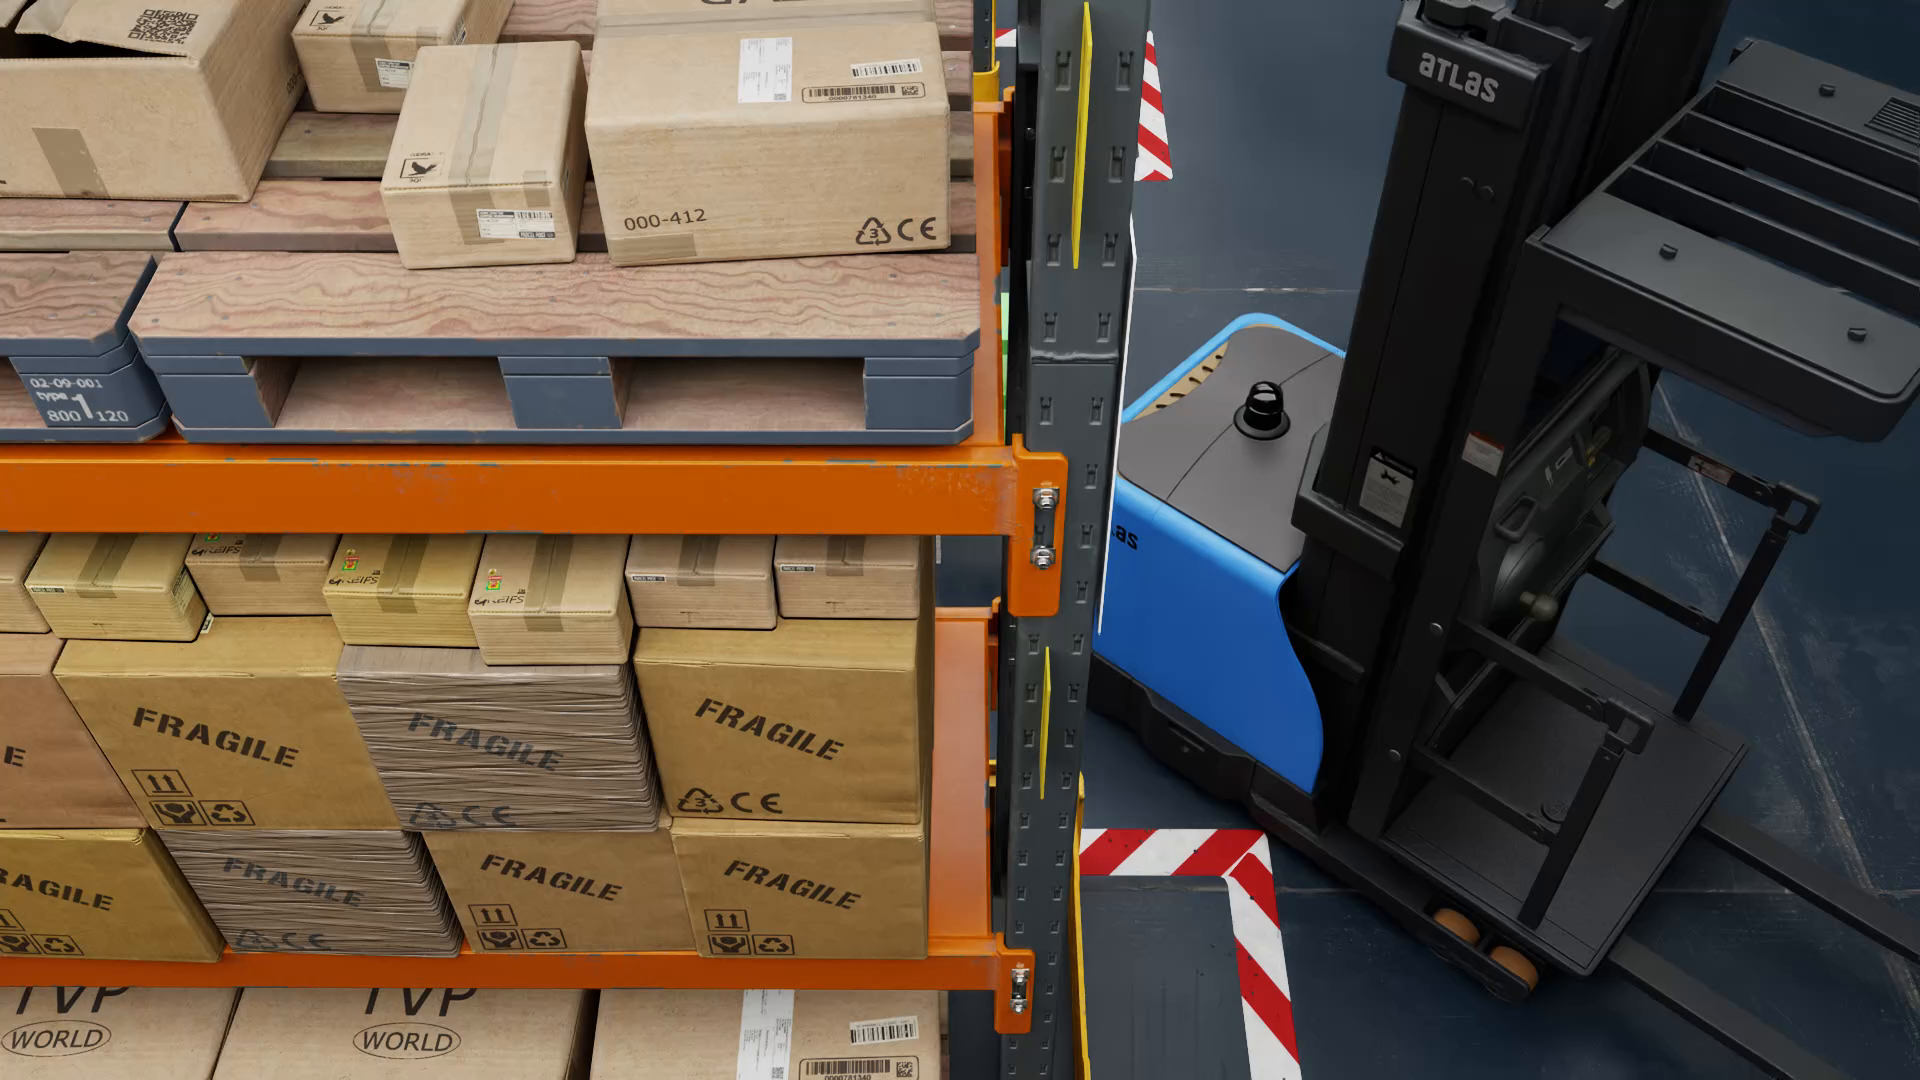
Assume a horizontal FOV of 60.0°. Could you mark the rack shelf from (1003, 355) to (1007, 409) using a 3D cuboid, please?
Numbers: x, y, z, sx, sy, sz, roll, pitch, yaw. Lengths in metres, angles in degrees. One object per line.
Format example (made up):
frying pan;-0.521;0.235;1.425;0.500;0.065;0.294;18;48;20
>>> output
rack shelf;0.166;-0.528;5.681;0.480;0.148;0.258;0;47;0

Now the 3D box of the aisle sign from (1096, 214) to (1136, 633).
aisle sign;0.236;-0.255;2.662;0.004;0.787;0.394;0;47;0

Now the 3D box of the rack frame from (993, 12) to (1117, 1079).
rack frame;0.166;0.404;3.825;0.127;3.000;1.000;0;47;0

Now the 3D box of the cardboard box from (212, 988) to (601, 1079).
cardboard box;-1.410;1.209;4.539;0.875;0.438;0.875;1;47;1

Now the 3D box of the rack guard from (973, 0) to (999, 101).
rack guard;0.007;-2.368;8.113;0.348;0.500;1.175;0;47;0

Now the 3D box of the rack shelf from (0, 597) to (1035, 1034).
rack shelf;-1.834;0.644;4.093;4.000;0.370;1.077;0;47;0

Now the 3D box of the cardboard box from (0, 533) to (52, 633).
cardboard box;-1.733;-0.024;3.028;0.250;0.149;0.380;2;47;1

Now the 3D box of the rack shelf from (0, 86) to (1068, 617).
rack shelf;-1.834;-0.378;2.995;4.000;0.370;1.077;0;47;0

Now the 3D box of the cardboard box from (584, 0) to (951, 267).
cardboard box;-0.285;-0.679;2.531;0.500;0.250;0.500;-4;47;-3

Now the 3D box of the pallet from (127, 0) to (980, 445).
pallet;-0.576;-0.582;2.754;1.213;0.211;1.003;0;47;0

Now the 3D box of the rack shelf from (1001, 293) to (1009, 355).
rack shelf;0.166;-0.692;5.506;0.480;0.148;0.258;0;47;0

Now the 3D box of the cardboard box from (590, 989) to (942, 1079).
cardboard box;-0.495;1.205;4.542;0.875;0.438;0.875;-1;47;-1

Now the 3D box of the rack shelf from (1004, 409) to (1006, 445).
rack shelf;0.166;-0.365;5.857;0.480;0.148;0.258;0;47;0

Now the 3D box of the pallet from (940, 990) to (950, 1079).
pallet;-0.634;1.409;4.794;1.213;0.211;1.003;0;47;0

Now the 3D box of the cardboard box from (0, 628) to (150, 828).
cardboard box;-1.837;0.216;3.248;0.500;0.500;0.500;0;47;0

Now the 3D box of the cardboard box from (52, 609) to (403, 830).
cardboard box;-1.335;0.219;3.246;0.500;0.500;0.500;0;47;0

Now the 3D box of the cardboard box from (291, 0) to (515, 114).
cardboard box;-0.922;-0.881;2.788;0.250;0.149;0.380;2;47;2

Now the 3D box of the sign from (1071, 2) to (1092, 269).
sign;0.150;-0.495;2.062;0.005;0.325;0.100;0;47;0

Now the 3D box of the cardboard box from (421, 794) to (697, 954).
cardboard box;-0.820;0.550;3.621;0.500;0.500;0.500;-1;47;-1

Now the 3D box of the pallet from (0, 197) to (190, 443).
pallet;-1.799;-0.583;2.755;1.213;0.211;1.003;0;47;0

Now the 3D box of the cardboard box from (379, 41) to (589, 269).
cardboard box;-0.704;-0.587;2.515;0.250;0.149;0.380;-3;47;-3

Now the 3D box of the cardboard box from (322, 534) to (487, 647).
cardboard box;-0.958;0.001;3.005;0.250;0.149;0.380;1;47;1

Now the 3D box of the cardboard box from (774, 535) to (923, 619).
cardboard box;-0.194;-0.046;3.049;0.250;0.149;0.380;1;47;1

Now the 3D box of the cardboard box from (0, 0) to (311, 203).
cardboard box;-1.331;-0.805;2.607;0.500;0.311;0.500;1;47;1

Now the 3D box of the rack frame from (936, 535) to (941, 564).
rack frame;-0.078;-0.409;5.811;0.015;1.200;0.240;0;47;0

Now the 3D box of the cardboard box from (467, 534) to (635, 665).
cardboard box;-0.706;0.032;2.977;0.250;0.149;0.380;0;47;0

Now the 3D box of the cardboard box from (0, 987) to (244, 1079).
cardboard box;-2.312;1.205;4.542;0.875;0.438;0.875;-1;47;-1

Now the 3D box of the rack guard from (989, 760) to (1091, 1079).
rack guard;0.190;1.256;4.740;0.348;0.500;1.175;0;47;0

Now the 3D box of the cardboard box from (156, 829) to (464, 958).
cardboard box;-1.334;0.556;3.615;0.500;0.500;0.500;1;47;1

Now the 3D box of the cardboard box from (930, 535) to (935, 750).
cardboard box;-0.313;0.159;3.985;0.500;0.500;0.500;0;47;0

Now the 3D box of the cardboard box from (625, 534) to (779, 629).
cardboard box;-0.448;-0.029;3.033;0.250;0.149;0.380;1;47;1

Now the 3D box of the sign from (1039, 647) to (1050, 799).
sign;0.150;0.326;2.944;0.005;0.325;0.100;0;47;0

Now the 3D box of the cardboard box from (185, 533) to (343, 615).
cardboard box;-1.219;-0.052;3.054;0.250;0.149;0.380;0;47;0

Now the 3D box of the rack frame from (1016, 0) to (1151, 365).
rack frame;0.166;-1.640;1.629;0.127;3.000;1.000;0;47;0

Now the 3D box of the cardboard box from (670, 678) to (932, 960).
cardboard box;-0.318;0.562;3.609;0.500;0.500;0.500;0;47;0

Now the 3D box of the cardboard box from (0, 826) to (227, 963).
cardboard box;-1.850;0.564;3.608;0.500;0.500;0.500;1;47;1

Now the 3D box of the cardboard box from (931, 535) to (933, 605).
cardboard box;-0.313;-0.180;3.617;0.500;0.500;0.500;-1;47;-1

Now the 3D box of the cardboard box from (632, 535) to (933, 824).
cardboard box;-0.317;0.202;3.261;0.500;0.500;0.500;2;47;1

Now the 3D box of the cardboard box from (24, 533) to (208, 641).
cardboard box;-1.470;-0.009;3.015;0.250;0.149;0.380;1;47;1

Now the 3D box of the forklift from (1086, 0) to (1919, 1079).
forklift;1.753;-0.063;4.307;3.031;2.935;1.130;33;55;27

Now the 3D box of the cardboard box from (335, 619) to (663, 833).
cardboard box;-0.840;0.222;3.242;0.500;0.500;0.500;0;47;0

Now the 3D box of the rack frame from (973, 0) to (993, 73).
rack frame;0.083;-3.220;7.198;0.127;3.000;1.000;0;47;0

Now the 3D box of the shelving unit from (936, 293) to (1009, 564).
shelving unit;0.166;-0.408;5.810;0.503;1.200;0.258;0;47;0
